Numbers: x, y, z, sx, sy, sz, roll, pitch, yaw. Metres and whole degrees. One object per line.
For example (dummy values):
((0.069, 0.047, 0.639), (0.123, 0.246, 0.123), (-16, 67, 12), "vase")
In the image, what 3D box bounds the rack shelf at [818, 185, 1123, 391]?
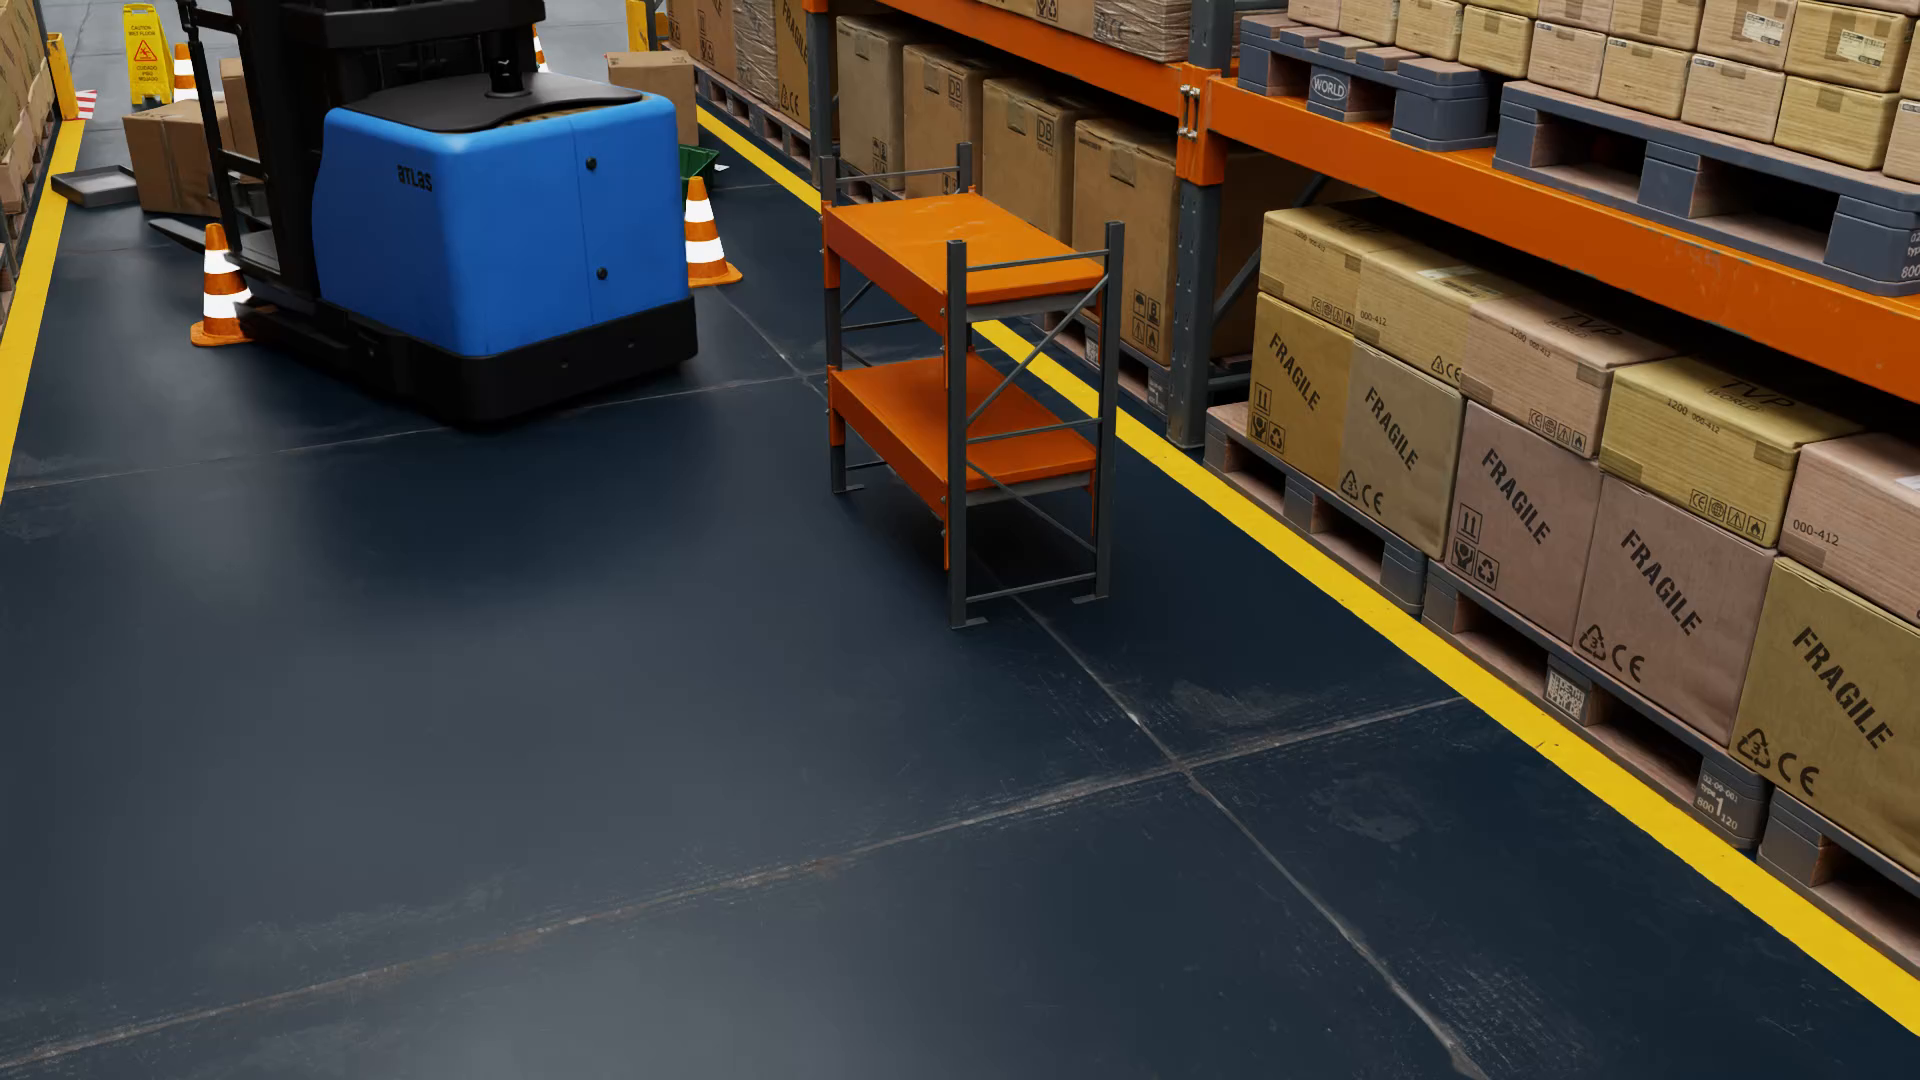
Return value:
((0.003, -0.766, 4.869), (0.538, 0.278, 1.000), (-11, 28, -21), "rack shelf")

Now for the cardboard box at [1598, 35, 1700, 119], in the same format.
((1.735, -1.095, 3.883), (0.380, 0.149, 0.250), (-10, 28, -20), "cardboard box")

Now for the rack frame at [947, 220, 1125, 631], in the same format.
((0.202, -0.298, 4.577), (0.500, 1.125, 0.032), (-11, 28, -21), "rack frame")

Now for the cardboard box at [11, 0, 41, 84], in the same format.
((-5.663, -2.910, 9.591), (0.500, 0.500, 0.500), (-10, 28, -19), "cardboard box")

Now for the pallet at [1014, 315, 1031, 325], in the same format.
((0.511, -1.340, 7.754), (1.003, 0.211, 1.213), (-11, 28, -21), "pallet")

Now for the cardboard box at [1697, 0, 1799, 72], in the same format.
((1.843, -1.122, 3.598), (0.380, 0.149, 0.250), (-10, 28, -19), "cardboard box")

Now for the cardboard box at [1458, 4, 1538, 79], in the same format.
((1.532, -1.305, 4.311), (0.380, 0.149, 0.250), (-9, 28, -18), "cardboard box")

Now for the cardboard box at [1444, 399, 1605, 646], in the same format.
((1.672, -0.097, 4.401), (0.500, 0.500, 0.500), (-11, 28, -22), "cardboard box")

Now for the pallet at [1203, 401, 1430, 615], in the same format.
((1.529, -0.201, 5.421), (1.003, 0.211, 1.213), (-11, 28, -21), "pallet")

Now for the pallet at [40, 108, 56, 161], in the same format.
((-6.109, -2.490, 10.110), (1.003, 0.211, 1.213), (-11, 28, -21), "pallet")

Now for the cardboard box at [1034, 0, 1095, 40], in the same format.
((0.607, -2.152, 6.125), (0.500, 0.500, 0.500), (-11, 28, -21), "cardboard box")

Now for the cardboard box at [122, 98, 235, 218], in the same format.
((-4.025, -2.038, 8.851), (0.500, 0.500, 0.500), (8, 27, 15), "cardboard box")

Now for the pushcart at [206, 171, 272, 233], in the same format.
((-2.779, -1.727, 8.357), (1.648, 0.377, 0.936), (-22, 34, -38), "pushcart")

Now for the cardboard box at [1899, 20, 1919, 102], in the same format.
((2.042, -0.913, 3.170), (0.380, 0.149, 0.250), (-12, 29, -23), "cardboard box")

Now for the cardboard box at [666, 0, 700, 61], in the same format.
((-1.583, -3.971, 11.907), (0.875, 0.875, 0.875), (-10, 28, -20), "cardboard box")

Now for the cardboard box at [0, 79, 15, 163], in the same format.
((-4.840, -2.068, 7.867), (0.500, 0.500, 0.500), (-9, 27, -18), "cardboard box")

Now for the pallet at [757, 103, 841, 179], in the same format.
((-0.568, -2.452, 10.032), (1.003, 0.211, 1.213), (-11, 28, -21), "pallet")

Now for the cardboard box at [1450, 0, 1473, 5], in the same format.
((1.444, -1.533, 4.441), (0.380, 0.149, 0.250), (-11, 28, -22), "cardboard box")

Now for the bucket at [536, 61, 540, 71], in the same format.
((-2.517, -2.256, 8.449), (0.726, 0.611, 0.620), (-1, 36, -3), "bucket")

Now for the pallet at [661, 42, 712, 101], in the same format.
((-1.524, -3.437, 12.049), (1.003, 0.211, 1.213), (-11, 28, -21), "pallet")

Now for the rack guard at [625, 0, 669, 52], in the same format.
((-1.918, -3.886, 12.639), (1.175, 0.500, 0.348), (-11, 28, -21), "rack guard")

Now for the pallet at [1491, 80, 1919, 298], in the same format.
((2.037, -0.892, 3.876), (1.003, 0.211, 1.213), (-11, 28, -21), "pallet")

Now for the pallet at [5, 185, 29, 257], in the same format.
((-5.153, -1.505, 8.093), (1.003, 0.211, 1.213), (-11, 28, -21), "pallet")

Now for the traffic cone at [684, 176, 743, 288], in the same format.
((-1.207, -1.444, 7.680), (0.336, 0.463, 0.334), (-11, 28, -21), "traffic cone")

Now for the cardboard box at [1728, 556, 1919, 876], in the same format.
((2.068, 0.317, 3.553), (0.500, 0.500, 0.500), (-11, 28, -22), "cardboard box")

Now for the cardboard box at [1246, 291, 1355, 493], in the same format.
((1.266, -0.506, 5.238), (0.500, 0.500, 0.500), (-12, 28, -23), "cardboard box")

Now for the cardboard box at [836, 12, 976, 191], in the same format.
((-0.017, -2.327, 8.683), (1.050, 0.750, 0.750), (-11, 28, -21), "cardboard box")

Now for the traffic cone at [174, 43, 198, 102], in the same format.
((-5.069, -3.016, 10.900), (0.336, 0.463, 0.334), (-11, 28, -21), "traffic cone")

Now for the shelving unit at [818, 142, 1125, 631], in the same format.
((0.003, -0.503, 4.998), (0.538, 1.125, 1.048), (-11, 28, -21), "shelving unit")

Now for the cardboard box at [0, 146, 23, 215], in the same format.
((-4.840, -1.731, 8.032), (0.500, 0.250, 0.500), (-12, 28, -23), "cardboard box")

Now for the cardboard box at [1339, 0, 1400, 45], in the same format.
((1.318, -1.522, 4.756), (0.380, 0.149, 0.250), (-9, 27, -18), "cardboard box")

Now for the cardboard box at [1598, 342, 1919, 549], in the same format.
((1.857, -0.236, 3.829), (0.500, 0.250, 0.500), (-12, 28, -23), "cardboard box")

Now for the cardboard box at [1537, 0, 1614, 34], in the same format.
((1.640, -1.331, 4.026), (0.380, 0.149, 0.250), (-11, 28, -21), "cardboard box")

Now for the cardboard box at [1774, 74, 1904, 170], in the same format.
((1.940, -0.883, 3.447), (0.380, 0.149, 0.250), (-9, 28, -18), "cardboard box")

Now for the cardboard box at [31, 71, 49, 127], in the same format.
((-5.664, -2.571, 9.752), (0.500, 0.250, 0.500), (-10, 28, -20), "cardboard box")

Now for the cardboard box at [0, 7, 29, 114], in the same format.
((-5.262, -2.492, 8.735), (0.500, 0.500, 0.500), (-9, 27, -18), "cardboard box")

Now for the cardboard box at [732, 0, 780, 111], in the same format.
((-0.881, -3.248, 10.426), (0.875, 0.875, 0.875), (-10, 28, -20), "cardboard box")

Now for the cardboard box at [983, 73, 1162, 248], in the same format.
((0.723, -1.561, 7.114), (1.050, 0.750, 0.750), (-10, 28, -20), "cardboard box")

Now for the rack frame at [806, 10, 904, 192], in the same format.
((-0.342, -3.385, 8.764), (1.000, 3.000, 0.127), (-11, 28, -21), "rack frame")

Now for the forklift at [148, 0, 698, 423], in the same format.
((-2.470, -2.275, 6.568), (3.031, 2.935, 1.130), (22, 33, 37), "forklift")

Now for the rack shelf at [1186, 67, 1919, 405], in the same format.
((2.007, -0.639, 3.960), (1.077, 0.370, 4.000), (-11, 28, -21), "rack shelf")

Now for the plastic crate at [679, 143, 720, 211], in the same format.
((-1.616, -1.992, 9.051), (0.450, 0.188, 0.662), (12, 27, 2), "plastic crate")

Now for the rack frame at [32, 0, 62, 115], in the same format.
((-6.424, -4.108, 10.245), (1.000, 3.000, 0.127), (-11, 28, -21), "rack frame")

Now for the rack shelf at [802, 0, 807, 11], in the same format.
((-1.126, -3.869, 10.575), (1.077, 0.370, 4.000), (-11, 28, -21), "rack shelf")

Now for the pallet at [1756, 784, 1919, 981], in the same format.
((2.484, 0.784, 3.404), (1.003, 0.211, 1.213), (-11, 28, -21), "pallet")

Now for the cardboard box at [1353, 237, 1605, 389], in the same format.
((1.470, -0.648, 4.673), (0.500, 0.250, 0.500), (-11, 28, -21), "cardboard box")

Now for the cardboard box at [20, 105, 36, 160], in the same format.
((-5.270, -2.158, 8.907), (0.500, 0.250, 0.500), (-11, 28, -21), "cardboard box")

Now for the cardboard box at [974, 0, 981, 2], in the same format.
((0.206, -2.560, 6.961), (0.500, 0.500, 0.500), (-10, 28, -20), "cardboard box")
